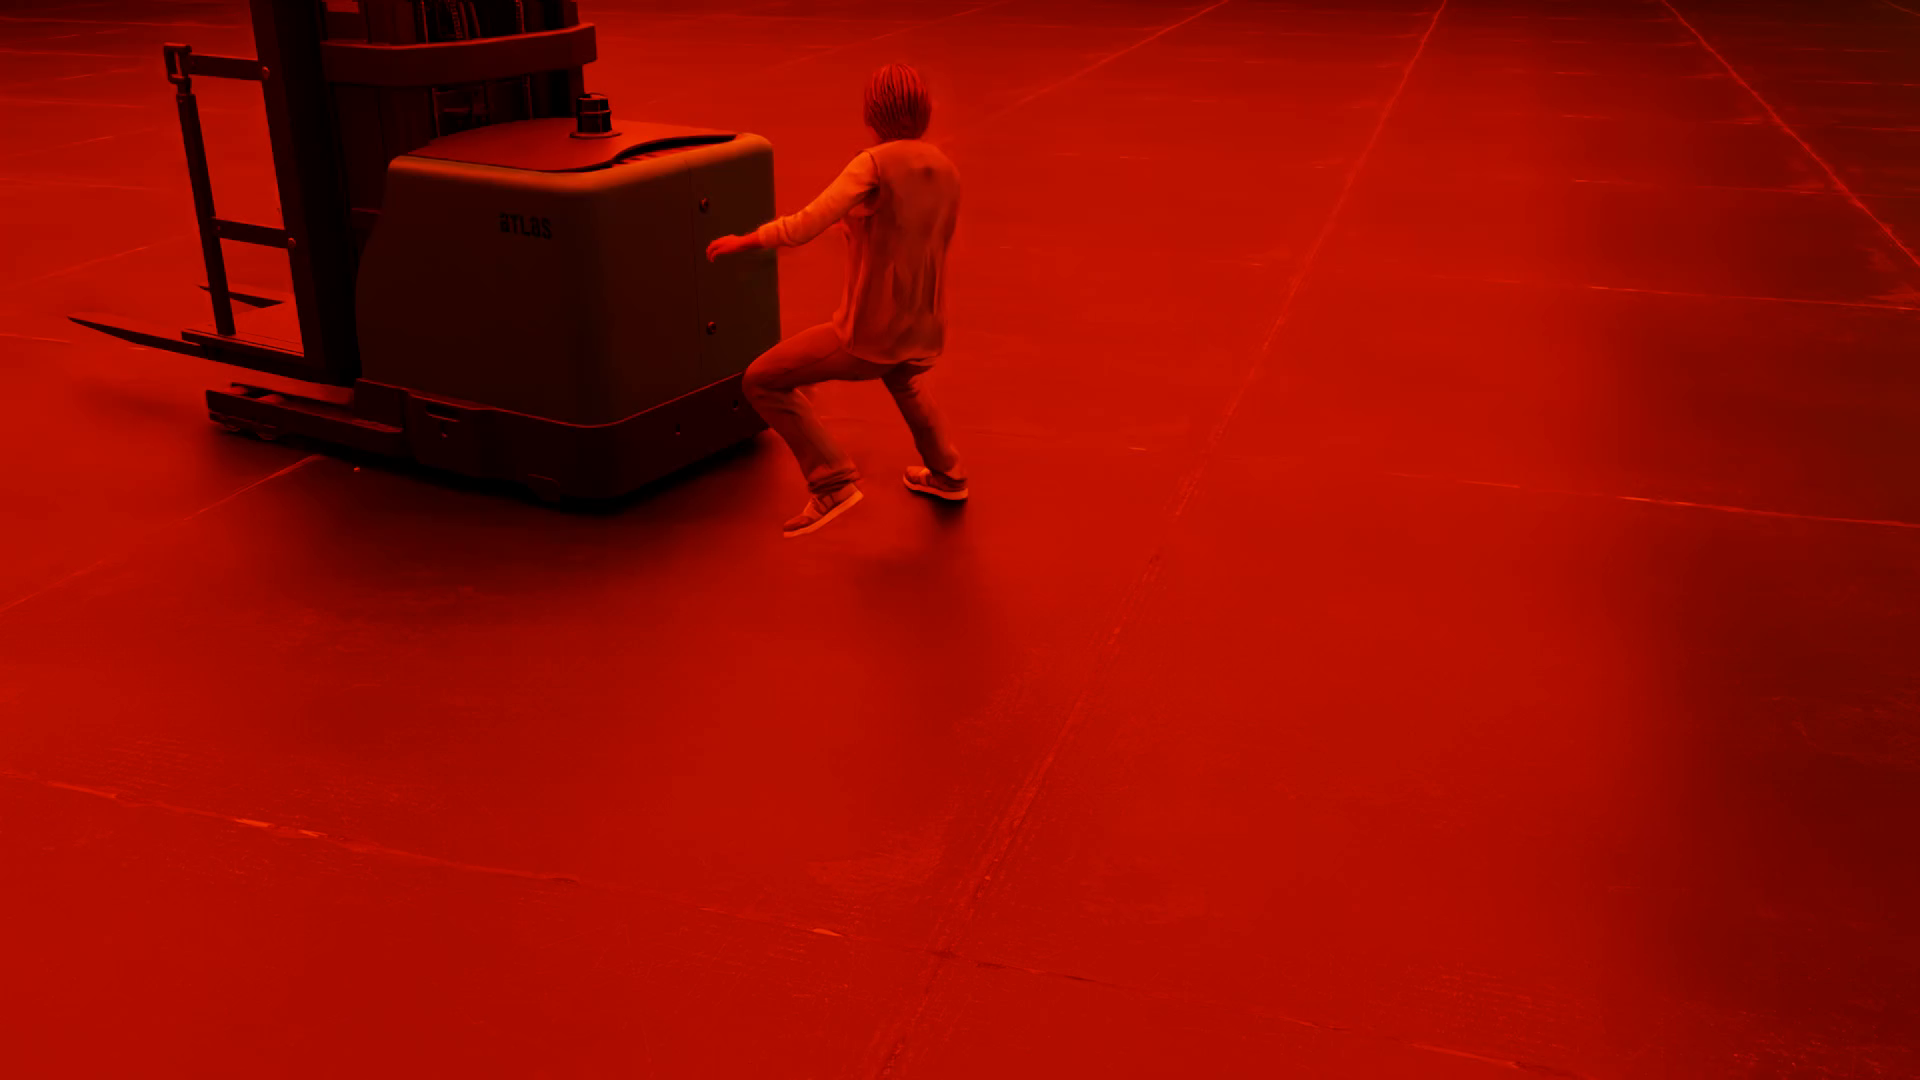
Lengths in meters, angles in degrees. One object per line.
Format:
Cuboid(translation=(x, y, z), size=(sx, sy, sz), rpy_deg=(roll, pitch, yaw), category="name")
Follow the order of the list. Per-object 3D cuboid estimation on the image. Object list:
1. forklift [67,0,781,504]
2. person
Cuboid(translation=(-2.148, -1.870, 5.809), size=(3.031, 2.935, 1.130), rpy_deg=(13, 26, 28), category="forklift")
Cuboid(translation=(-0.314, -0.697, 4.979), size=(0.823, 1.393, 0.680), rpy_deg=(-19, 29, -38), category="person")
